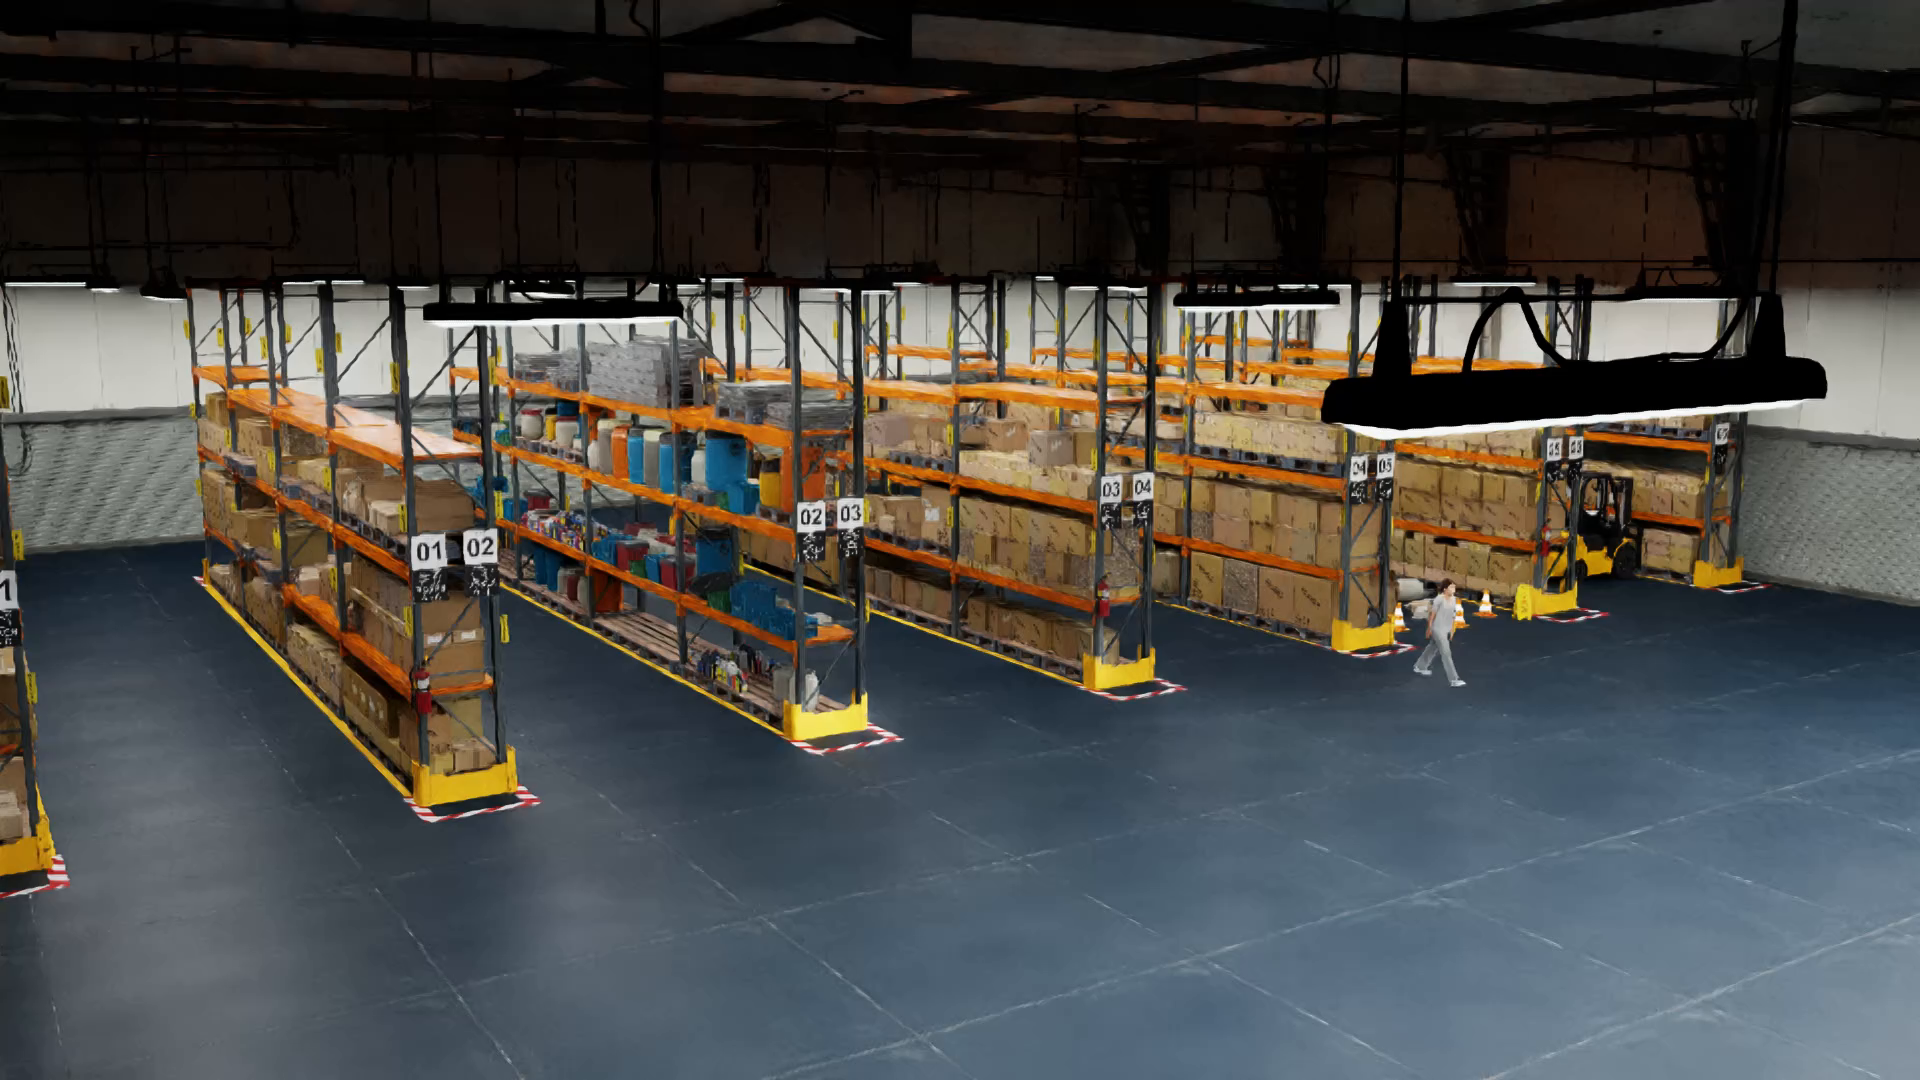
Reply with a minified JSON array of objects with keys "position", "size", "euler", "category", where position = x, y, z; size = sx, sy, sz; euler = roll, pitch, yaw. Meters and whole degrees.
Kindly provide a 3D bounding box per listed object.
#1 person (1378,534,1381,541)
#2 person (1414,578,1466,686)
[{"position":[8.901,-0.518,35.995],"size":[0.459,1.677,0.525],"euler":[0,10,-1],"category":"person"},{"position":[7.313,1.347,25.118],"size":[0.445,1.591,1.110],"euler":[-7,12,-34],"category":"person"}]
